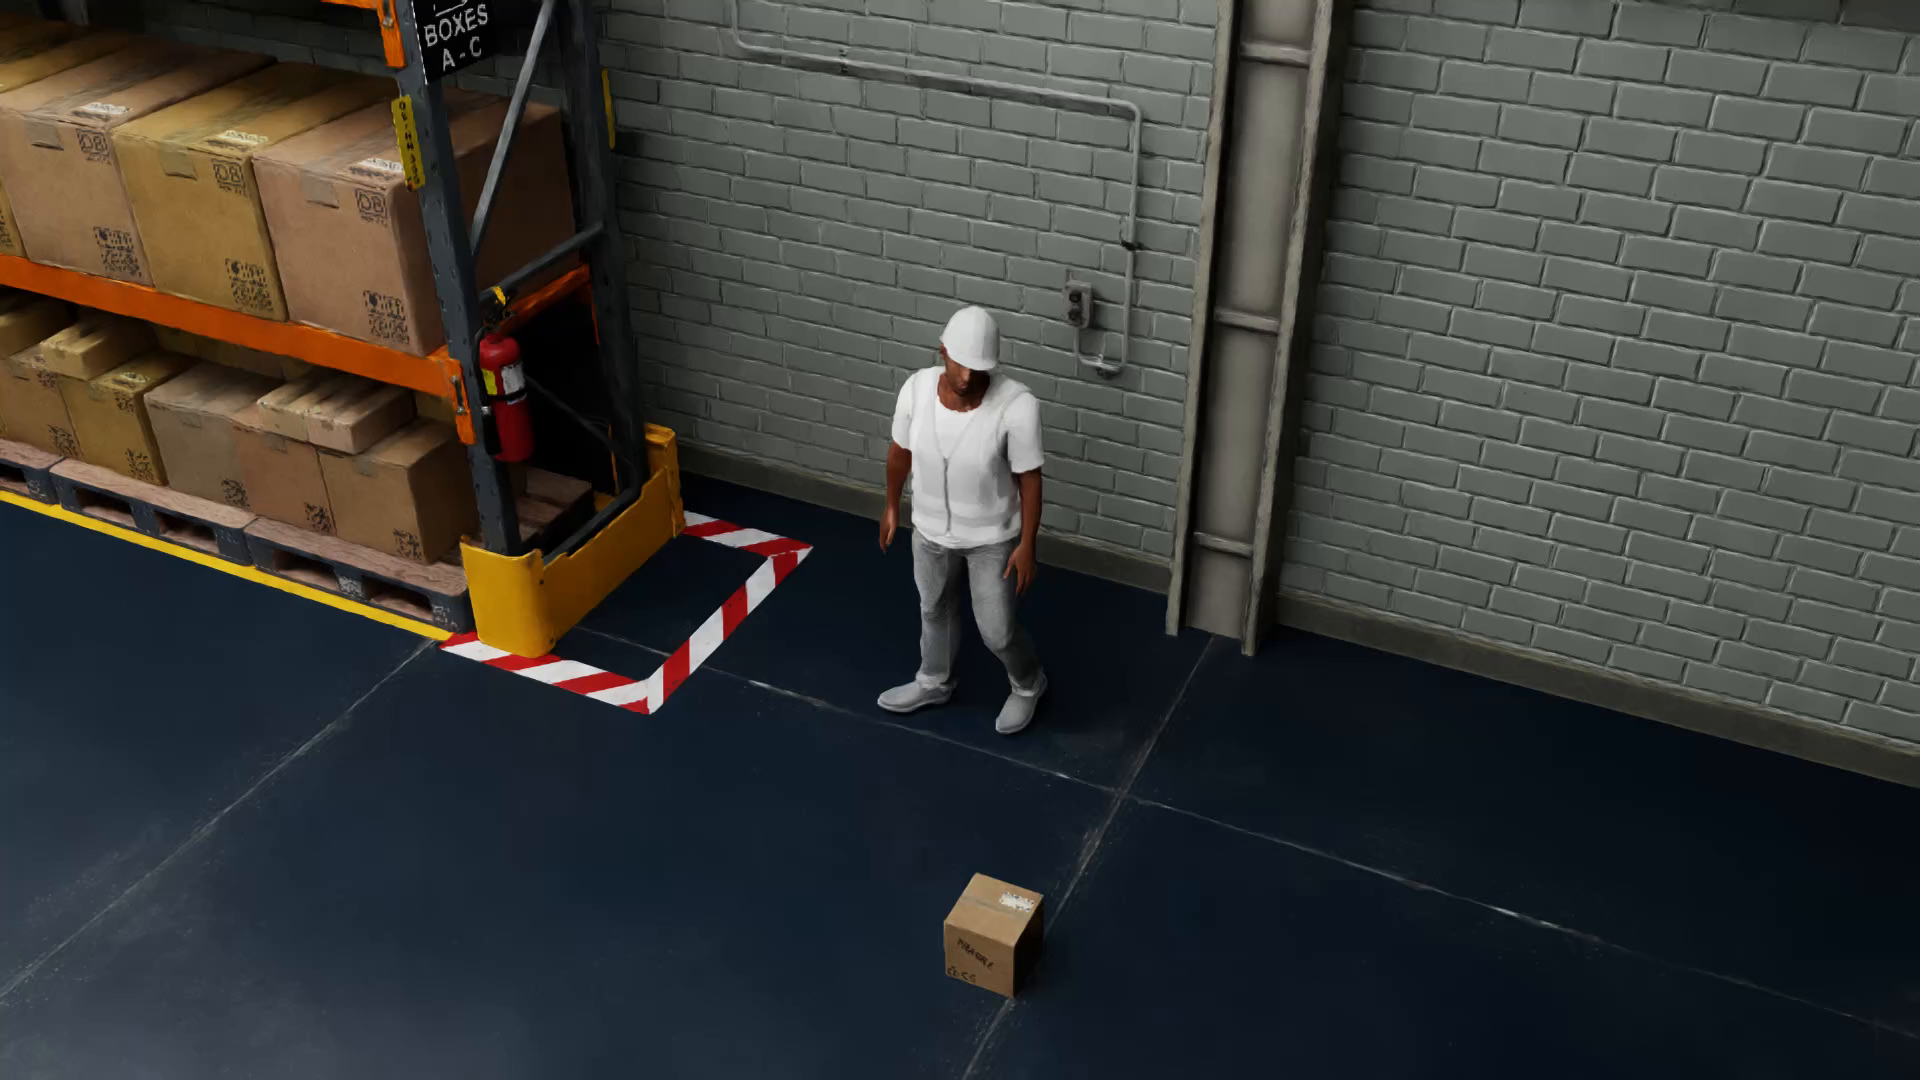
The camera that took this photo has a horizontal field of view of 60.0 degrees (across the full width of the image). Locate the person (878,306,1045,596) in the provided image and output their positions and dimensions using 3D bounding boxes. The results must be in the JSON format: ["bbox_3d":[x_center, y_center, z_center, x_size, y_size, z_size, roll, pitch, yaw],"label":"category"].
[{"bbox_3d":[0.004,-0.348,5.966,0.665,1.059,0.337,16,37,22],"label":"person"}]
